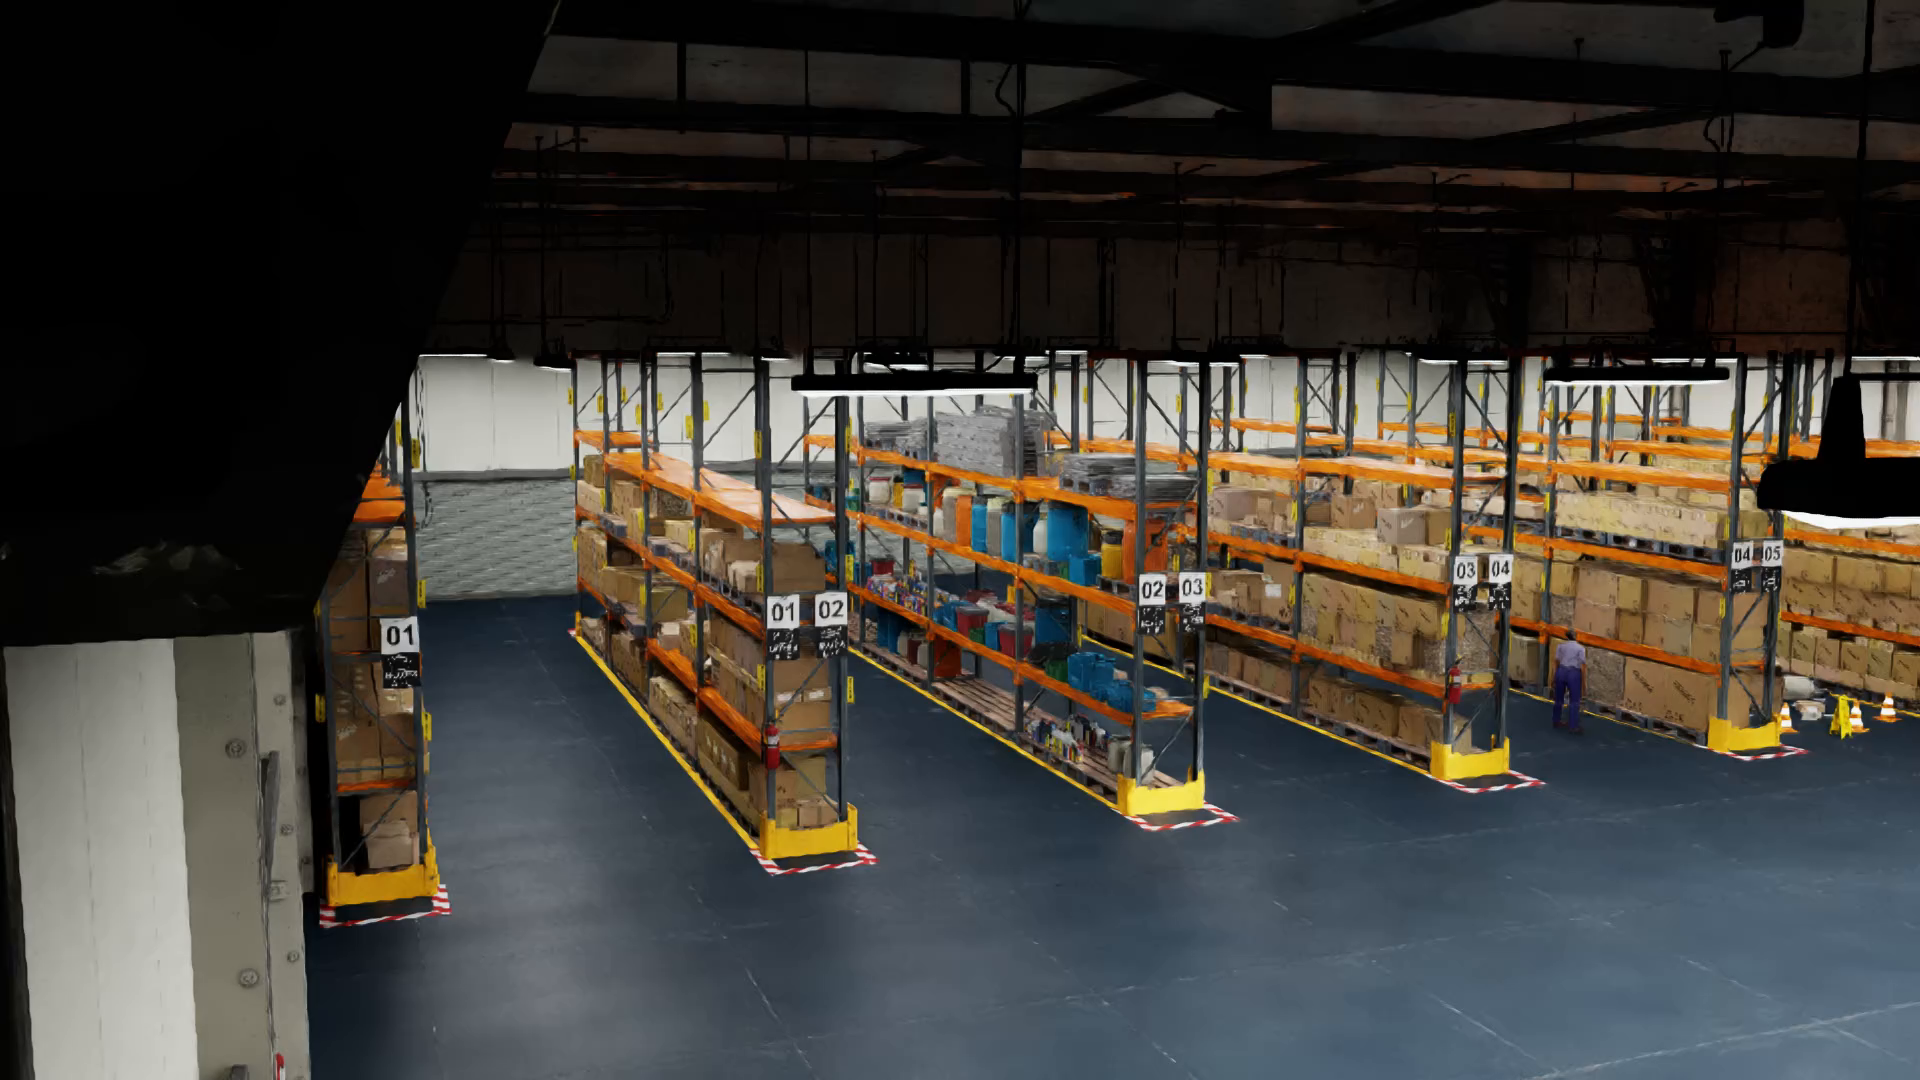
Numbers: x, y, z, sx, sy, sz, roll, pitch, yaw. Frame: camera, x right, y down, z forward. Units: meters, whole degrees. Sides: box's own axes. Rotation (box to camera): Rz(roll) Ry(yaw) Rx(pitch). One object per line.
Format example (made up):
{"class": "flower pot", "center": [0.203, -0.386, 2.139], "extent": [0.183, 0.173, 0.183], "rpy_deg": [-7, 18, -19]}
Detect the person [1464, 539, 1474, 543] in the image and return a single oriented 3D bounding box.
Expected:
{"class": "person", "center": [11.229, 0.857, 36.915], "extent": [0.594, 1.763, 0.681], "rpy_deg": [0, 7, -1]}

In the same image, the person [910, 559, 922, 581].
{"class": "person", "center": [-1.007, 1.155, 35.463], "extent": [0.432, 1.537, 0.948], "rpy_deg": [-3, 8, -22]}

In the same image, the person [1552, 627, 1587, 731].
{"class": "person", "center": [9.742, 2.207, 26.570], "extent": [0.530, 1.653, 0.429], "rpy_deg": [5, 9, 37]}
